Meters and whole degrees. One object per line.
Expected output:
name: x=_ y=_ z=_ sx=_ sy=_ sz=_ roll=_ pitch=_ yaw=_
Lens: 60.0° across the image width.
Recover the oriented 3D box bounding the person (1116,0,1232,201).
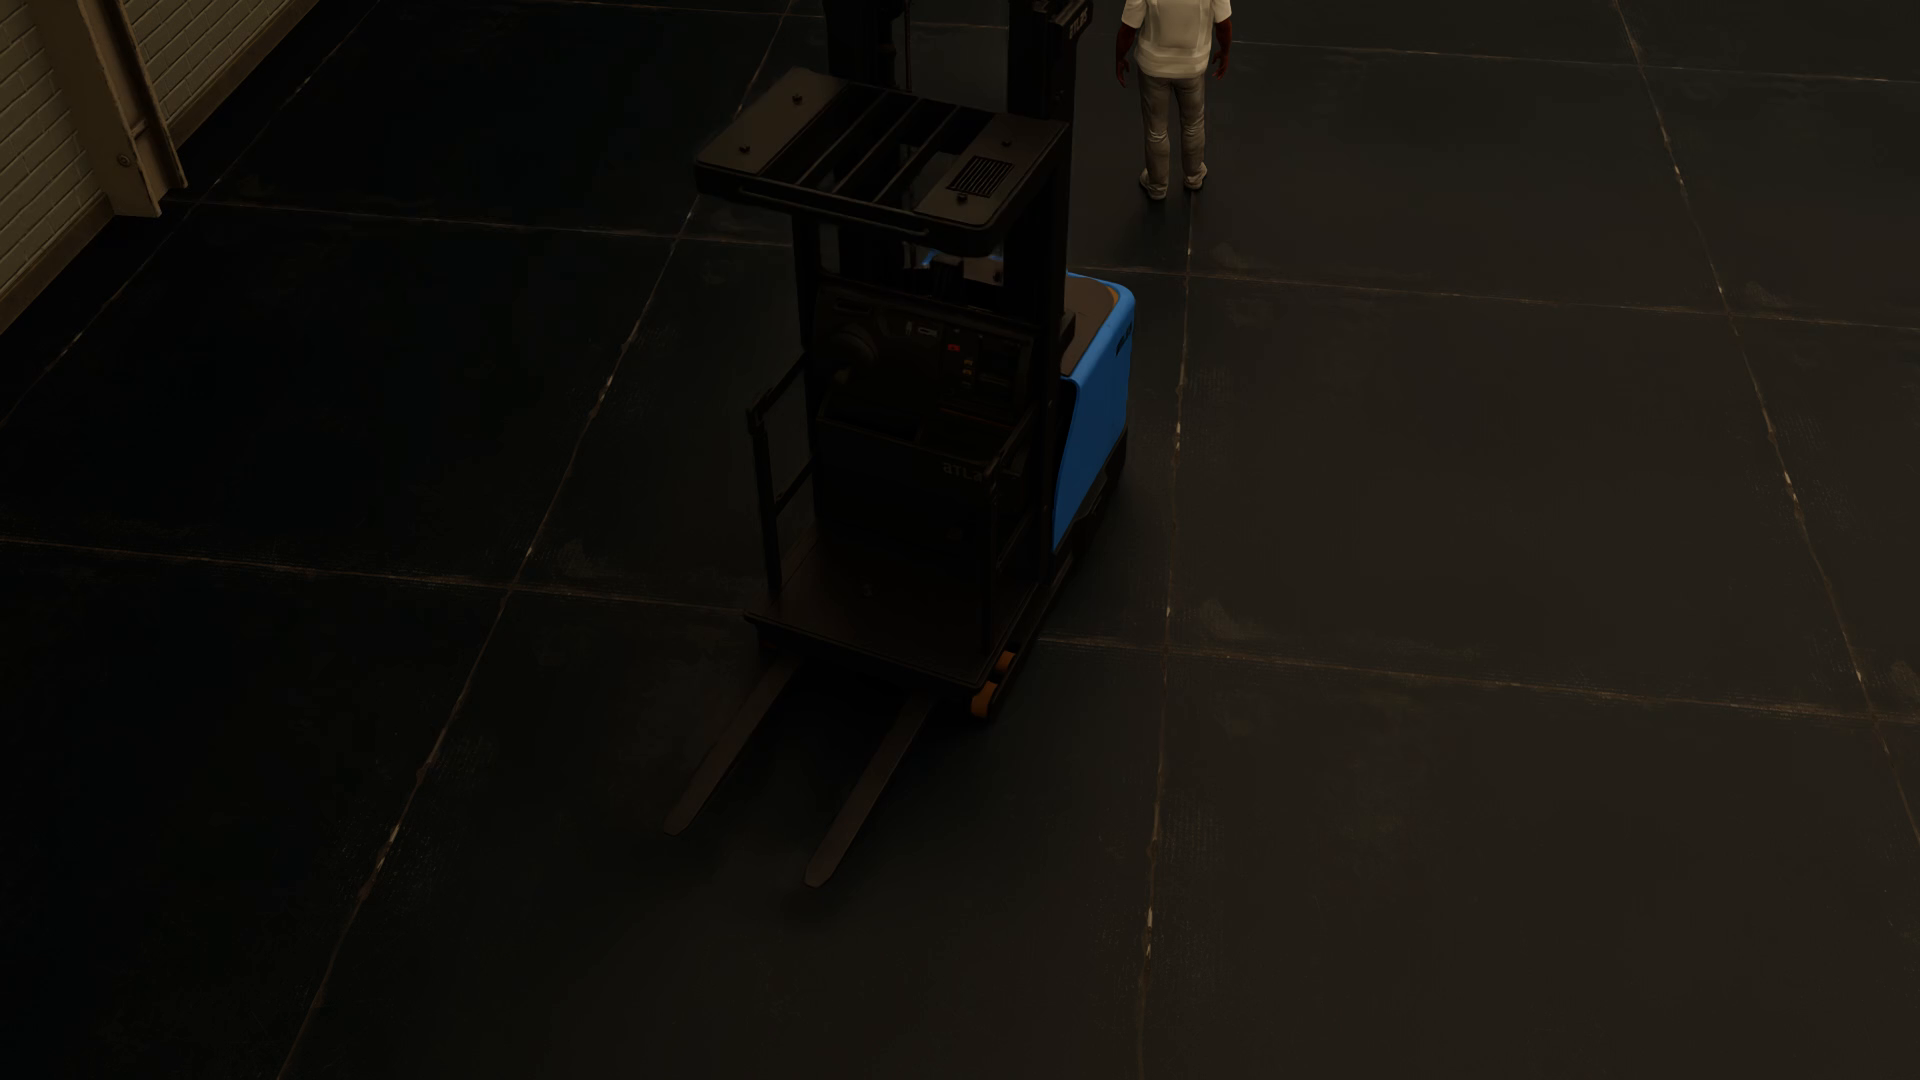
person: x=1.221 y=-2.804 z=9.627 sx=0.665 sy=1.768 sz=0.575 roll=-1 pitch=43 yaw=-1

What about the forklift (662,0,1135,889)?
forklift: x=-0.236 y=-0.653 z=6.435 sx=1.130 sy=2.935 sz=3.031 roll=16 pitch=45 yaw=17
